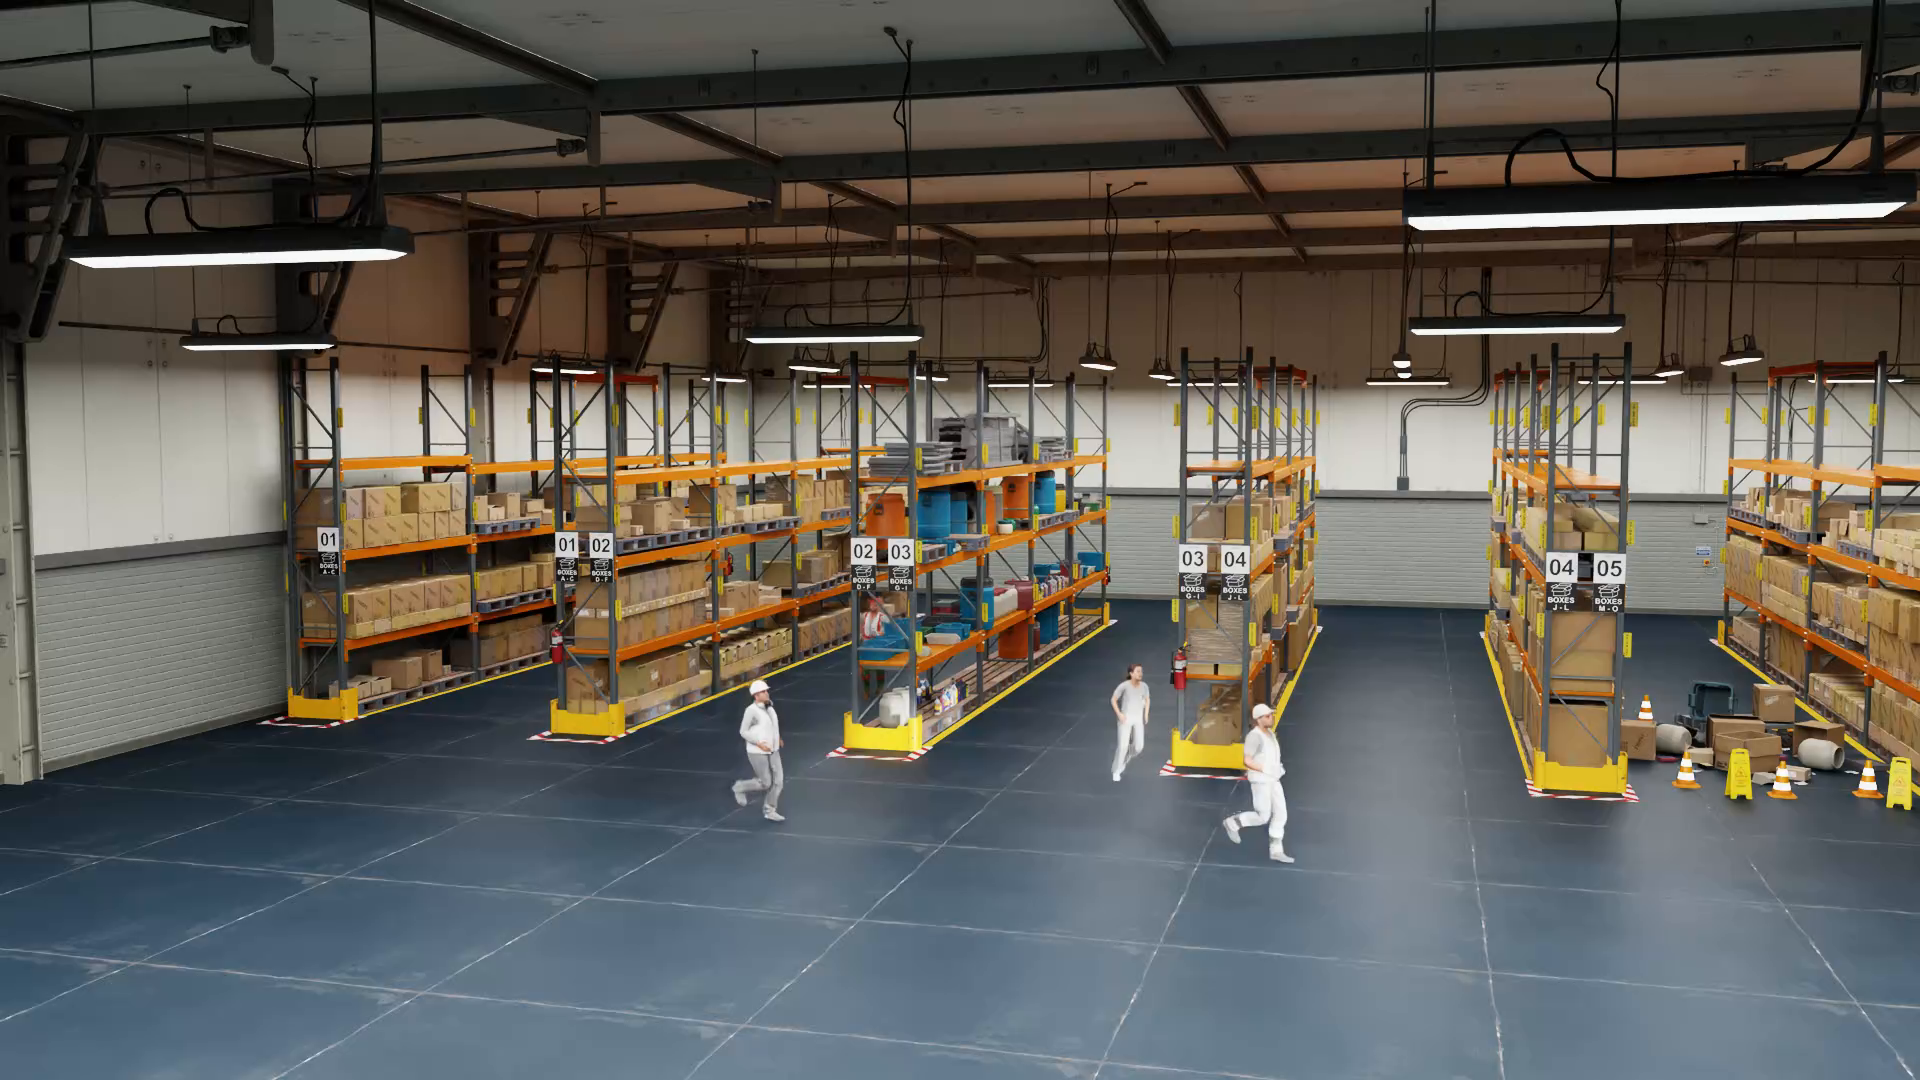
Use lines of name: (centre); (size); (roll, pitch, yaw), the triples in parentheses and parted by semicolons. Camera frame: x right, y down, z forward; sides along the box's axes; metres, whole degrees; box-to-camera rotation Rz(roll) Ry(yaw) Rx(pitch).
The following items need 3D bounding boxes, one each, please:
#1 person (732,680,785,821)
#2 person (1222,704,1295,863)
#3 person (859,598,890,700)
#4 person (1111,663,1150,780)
person: (-2.490, 2.614, 20.763); (0.733, 1.735, 0.661); (3, 5, 31)
person: (3.416, 2.739, 18.877); (0.869, 1.772, 0.657); (3, 5, 38)
person: (-1.553, 1.933, 29.671); (0.645, 1.841, 0.767); (1, 4, 10)
person: (2.396, 2.513, 23.071); (0.616, 1.615, 0.527); (-1, 4, -16)
